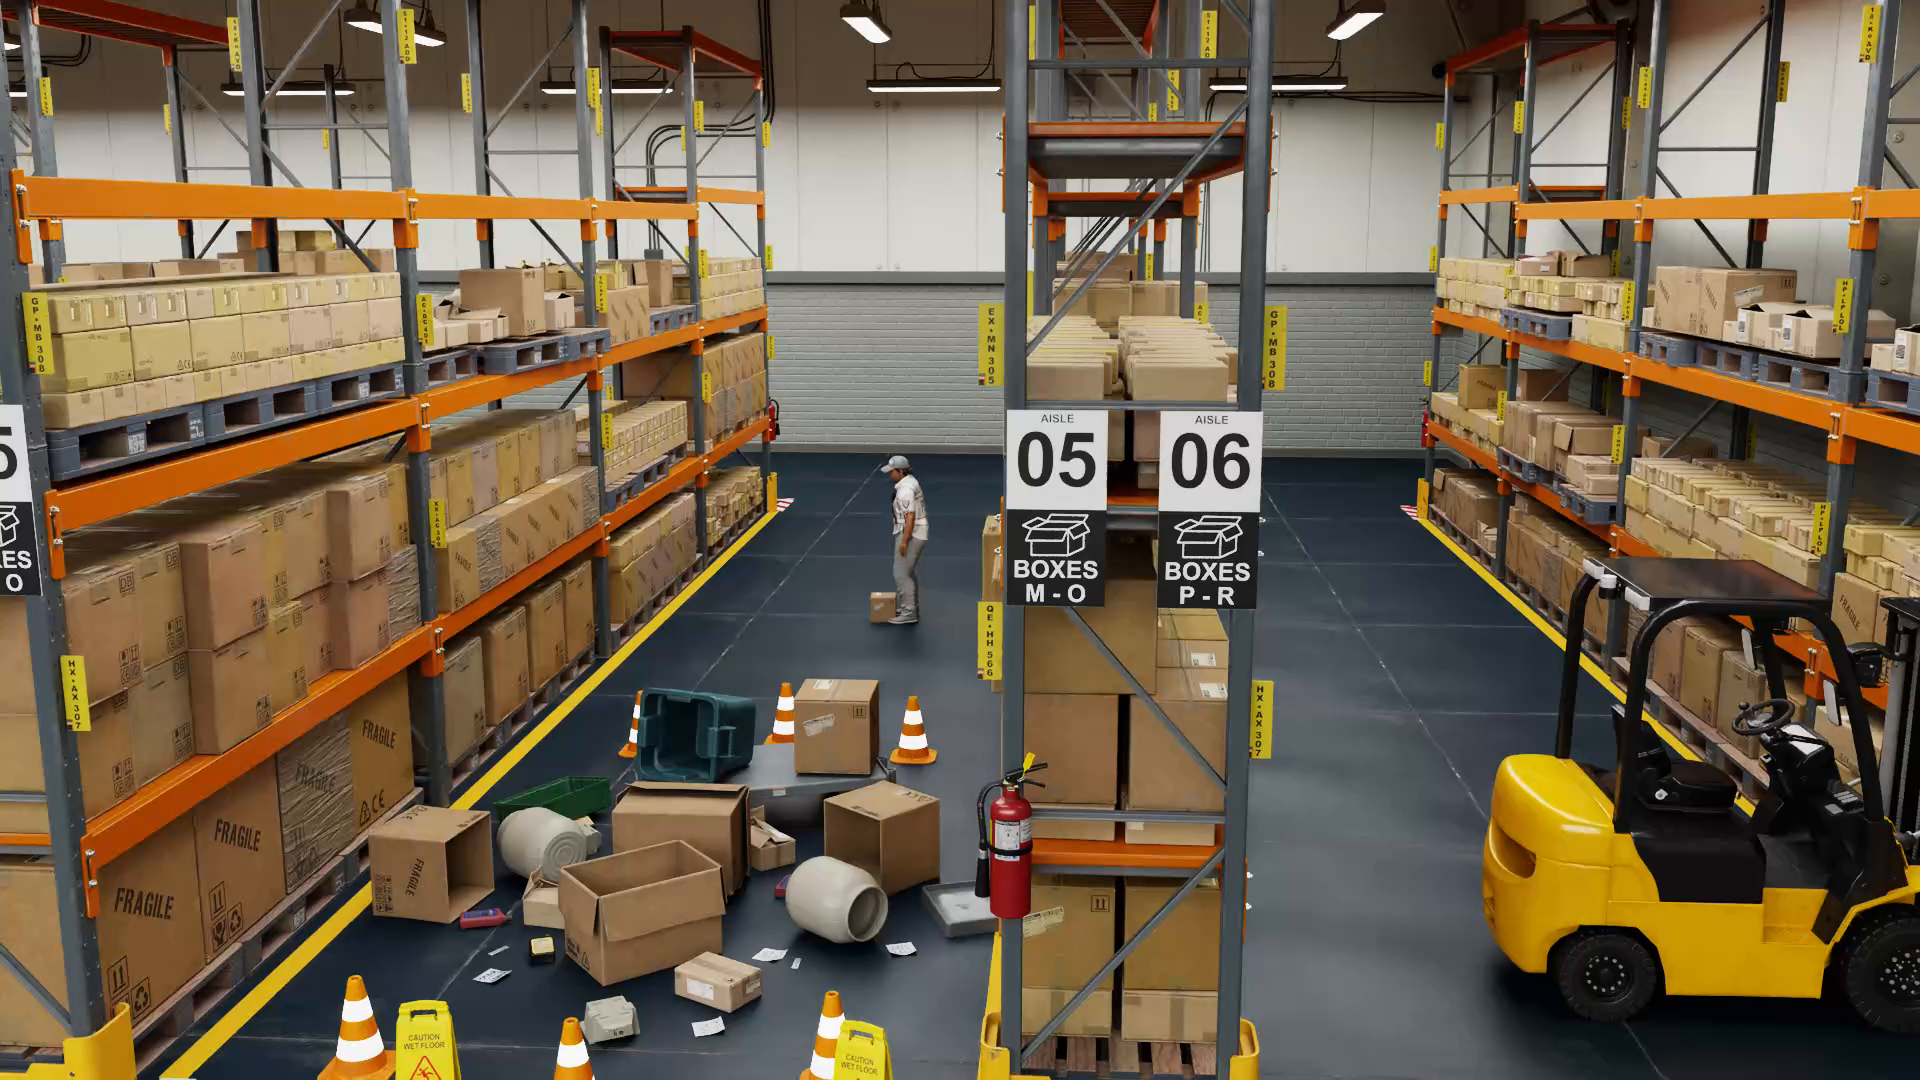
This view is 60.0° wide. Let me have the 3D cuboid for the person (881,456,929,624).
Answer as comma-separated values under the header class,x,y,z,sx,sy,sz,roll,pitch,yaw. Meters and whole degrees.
class,x,y,z,sx,sy,sz,roll,pitch,yaw
person,-0.545,-0.017,16.502,0.471,1.665,0.561,0,11,0
